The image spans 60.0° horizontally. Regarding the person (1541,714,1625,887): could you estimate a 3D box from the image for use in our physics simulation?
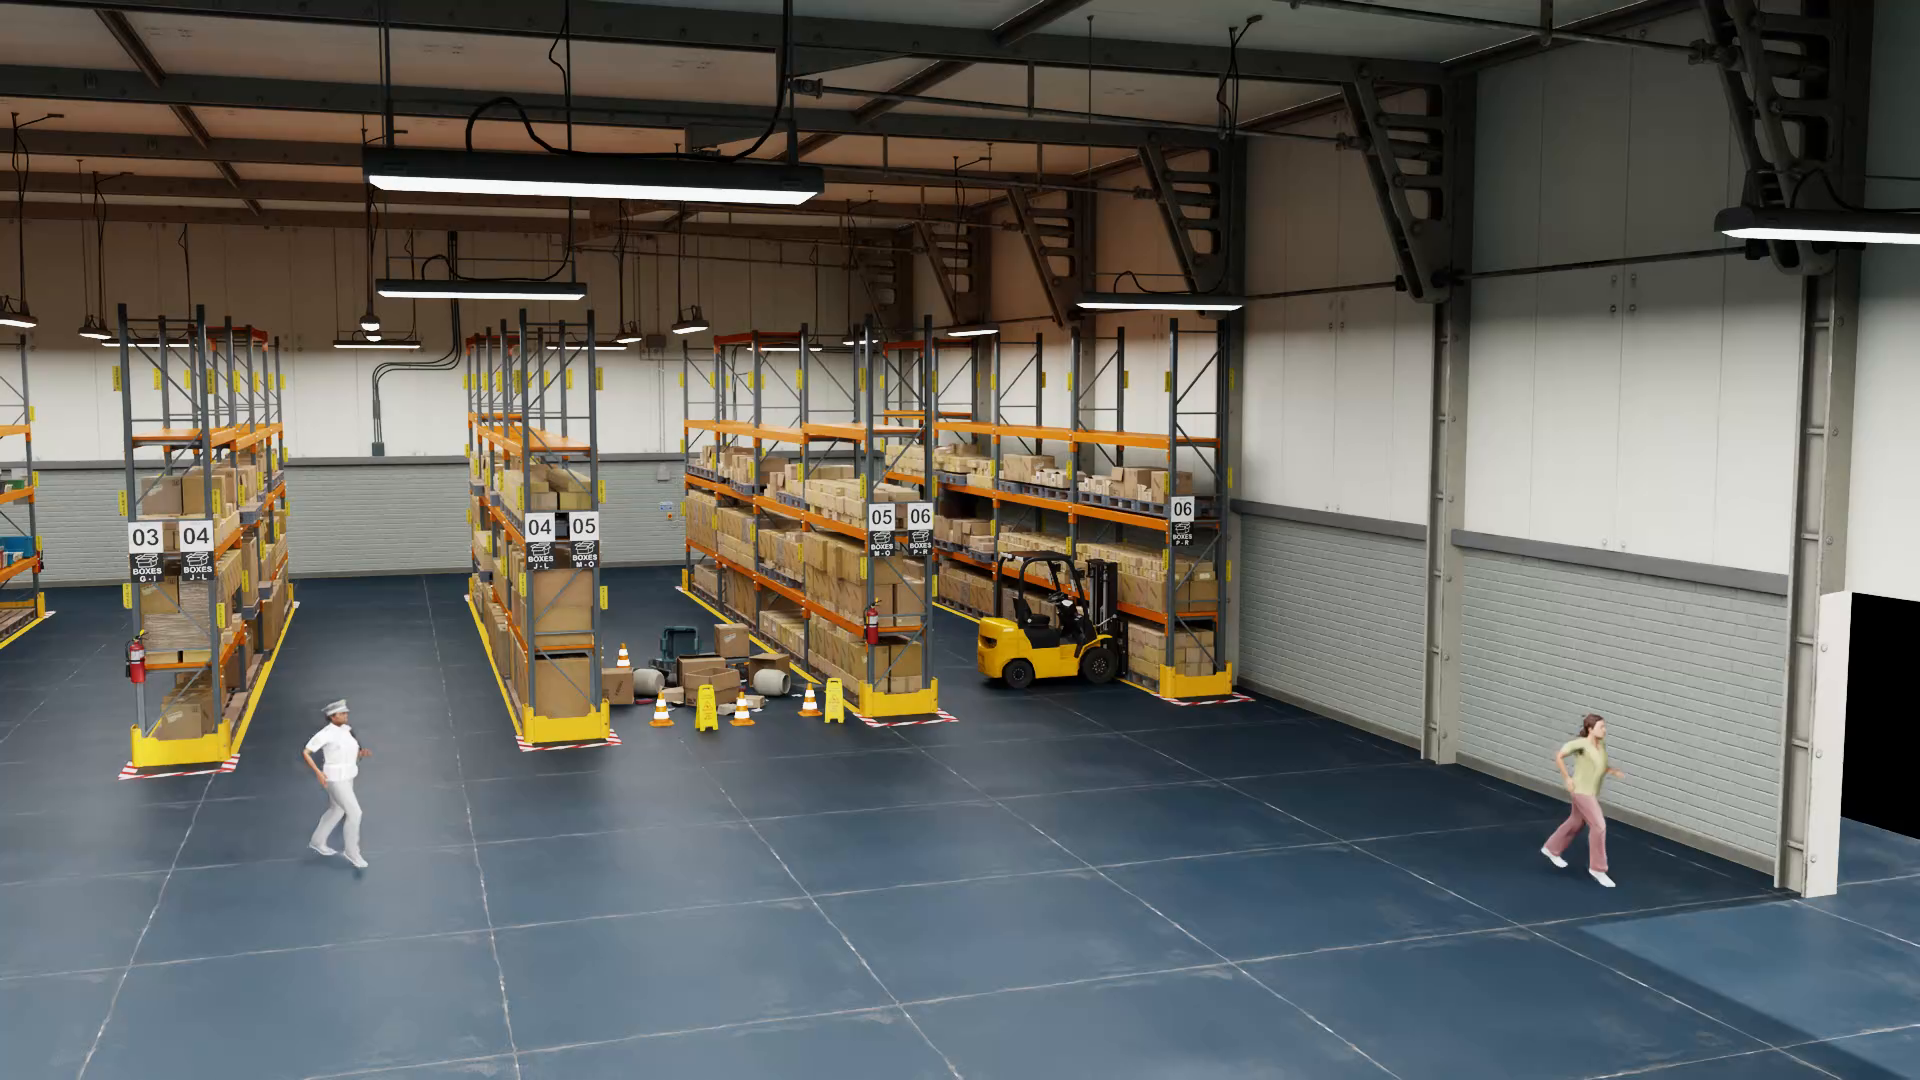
[{"bbox_3d":[6.292,2.585,16.828,0.507,1.706,0.856,-5,7,-43],"label":"person"}]

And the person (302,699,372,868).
[{"bbox_3d":[-6.466,2.527,17.286,0.770,1.753,0.546,1,5,7],"label":"person"}]
